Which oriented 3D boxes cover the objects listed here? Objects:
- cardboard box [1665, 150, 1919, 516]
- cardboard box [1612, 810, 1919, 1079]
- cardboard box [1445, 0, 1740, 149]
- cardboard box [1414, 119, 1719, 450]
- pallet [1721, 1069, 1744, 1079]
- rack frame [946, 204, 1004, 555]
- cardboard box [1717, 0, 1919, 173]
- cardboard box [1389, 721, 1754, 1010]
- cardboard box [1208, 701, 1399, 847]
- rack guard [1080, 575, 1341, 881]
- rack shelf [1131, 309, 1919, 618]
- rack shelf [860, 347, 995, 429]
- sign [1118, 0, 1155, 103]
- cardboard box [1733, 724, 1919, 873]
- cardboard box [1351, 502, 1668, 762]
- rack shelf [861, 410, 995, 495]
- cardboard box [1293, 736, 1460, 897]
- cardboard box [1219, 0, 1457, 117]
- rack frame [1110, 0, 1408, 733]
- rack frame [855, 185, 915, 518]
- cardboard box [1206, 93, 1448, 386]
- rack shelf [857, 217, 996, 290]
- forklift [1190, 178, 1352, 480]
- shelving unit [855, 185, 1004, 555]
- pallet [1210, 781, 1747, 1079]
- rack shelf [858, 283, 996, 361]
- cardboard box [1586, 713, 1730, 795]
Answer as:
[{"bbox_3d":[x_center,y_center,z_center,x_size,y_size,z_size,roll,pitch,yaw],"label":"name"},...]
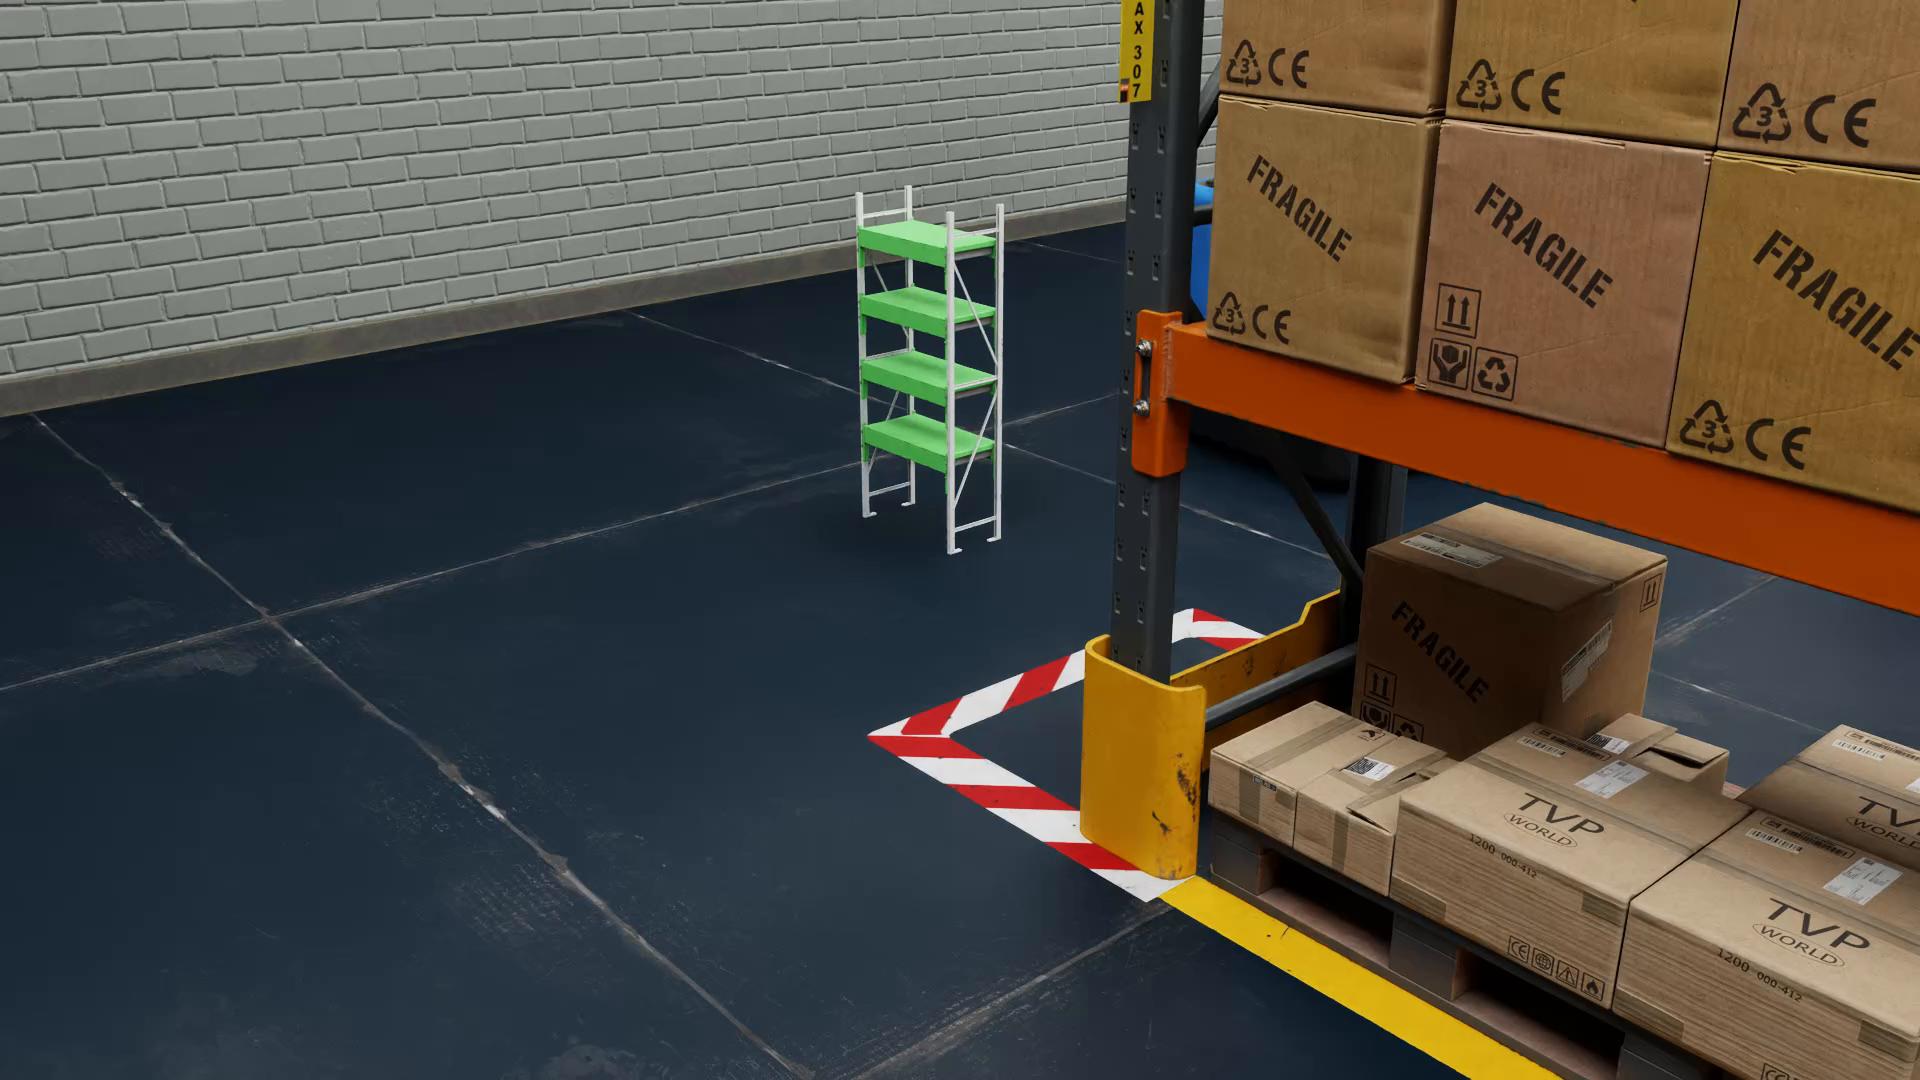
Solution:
[{"bbox_3d":[1.533,-0.370,2.679,0.500,0.500,0.500,-18,27,-38],"label":"cardboard box"},{"bbox_3d":[1.569,0.780,3.047,0.500,0.250,0.500,-17,27,-37],"label":"cardboard box"},{"bbox_3d":[1.213,-0.974,2.849,0.500,0.500,0.500,-17,27,-37],"label":"cardboard box"},{"bbox_3d":[1.207,-0.510,3.035,0.500,0.500,0.500,-18,28,-38],"label":"cardboard box"},{"bbox_3d":[2.140,1.087,2.920,1.003,0.211,1.213,-17,27,-37],"label":"pallet"},{"bbox_3d":[0.051,-0.537,5.710,0.240,1.200,0.015,-17,27,-37],"label":"rack frame"},{"bbox_3d":[1.536,-0.834,2.493,0.500,0.500,0.500,-17,27,-37],"label":"cardboard box"},{"bbox_3d":[1.243,0.642,3.400,0.500,0.250,0.500,-17,27,-37],"label":"cardboard box"},{"bbox_3d":[0.790,0.530,3.823,0.380,0.149,0.250,-17,27,-37],"label":"cardboard box"},{"bbox_3d":[0.826,0.395,4.289,1.175,0.500,0.348,-17,27,-37],"label":"rack guard"},{"bbox_3d":[2.082,0.098,2.608,1.077,0.370,4.000,-17,27,-37],"label":"rack shelf"},{"bbox_3d":[-0.108,-0.545,5.905,0.258,0.148,0.480,-17,27,-37],"label":"rack shelf"},{"bbox_3d":[0.366,-1.064,3.399,0.100,0.325,0.005,-17,27,-37],"label":"sign"},{"bbox_3d":[1.916,0.647,3.386,0.500,0.250,0.500,-17,27,-37],"label":"cardboard box"},{"bbox_3d":[1.318,0.261,4.029,0.500,0.500,0.500,-17,27,-37],"label":"cardboard box"},{"bbox_3d":[-0.108,-0.321,5.993,0.258,0.148,0.480,-17,27,-37],"label":"rack shelf"},{"bbox_3d":[0.953,0.591,3.643,0.380,0.166,0.250,-17,27,-37],"label":"cardboard box"},{"bbox_3d":[0.867,-1.116,3.213,0.500,0.500,0.500,-16,27,-36],"label":"cardboard box"},{"bbox_3d":[0.777,-0.790,3.887,1.000,3.000,0.127,-17,27,-37],"label":"rack frame"},{"bbox_3d":[-0.267,-0.672,6.054,0.240,1.200,0.015,-17,27,-37],"label":"rack frame"},{"bbox_3d":[0.867,-0.651,3.396,0.500,0.500,0.500,-17,27,-36],"label":"cardboard box"},{"bbox_3d":[-0.108,-0.992,5.730,0.258,0.148,0.480,-17,27,-37],"label":"rack shelf"},{"bbox_3d":[2.357,-1.984,7.031,3.031,2.935,1.130,-14,26,-32],"label":"forklift"},{"bbox_3d":[-0.108,-0.604,5.882,0.258,1.200,0.503,-17,27,-37],"label":"shelving unit"},{"bbox_3d":[1.347,0.750,3.780,1.003,0.211,1.213,-17,27,-37],"label":"pallet"},{"bbox_3d":[-0.108,-0.768,5.818,0.258,0.148,0.480,-17,27,-37],"label":"rack shelf"},{"bbox_3d":[1.514,0.550,3.749,0.380,0.166,0.250,-17,27,-37],"label":"cardboard box"}]
